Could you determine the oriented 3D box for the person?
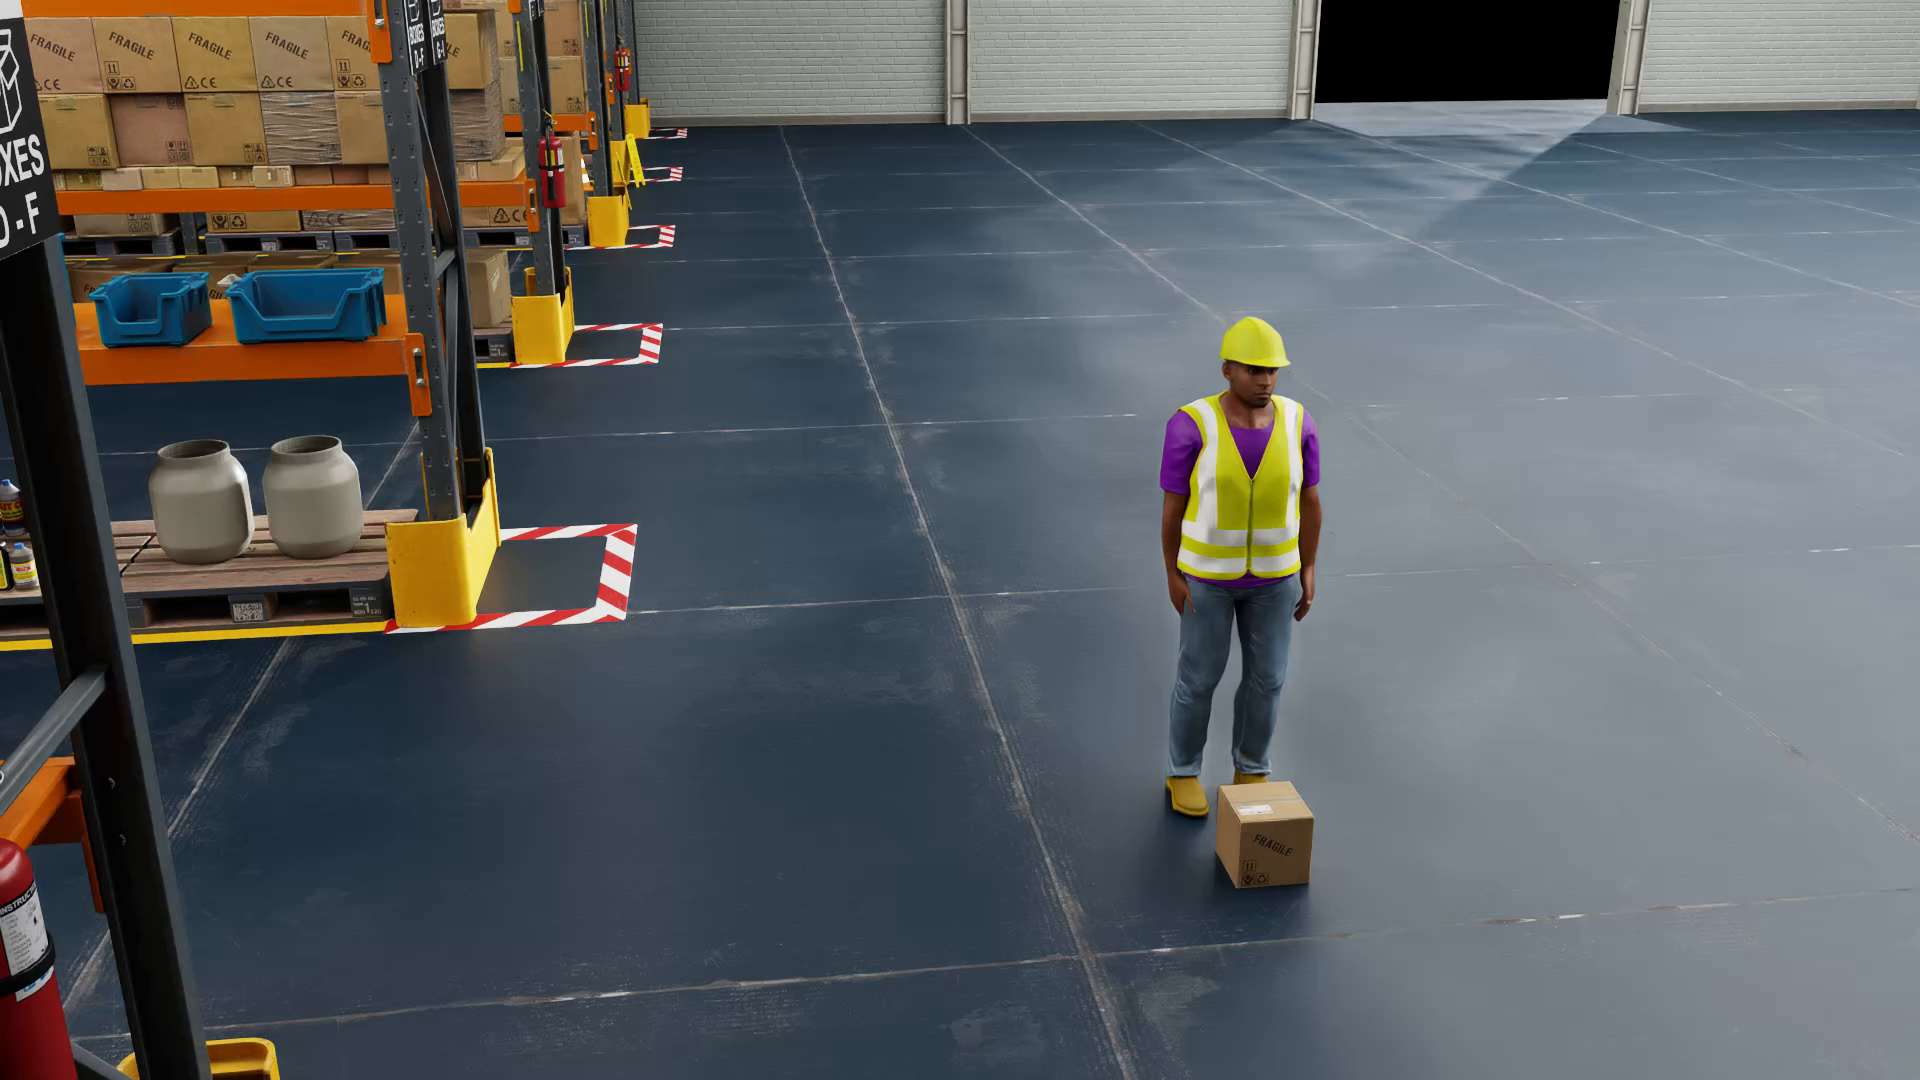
[{"bbox_3d":[0.967,0.108,5.747,0.562,1.761,0.361,-2,20,-6],"label":"person"}]
